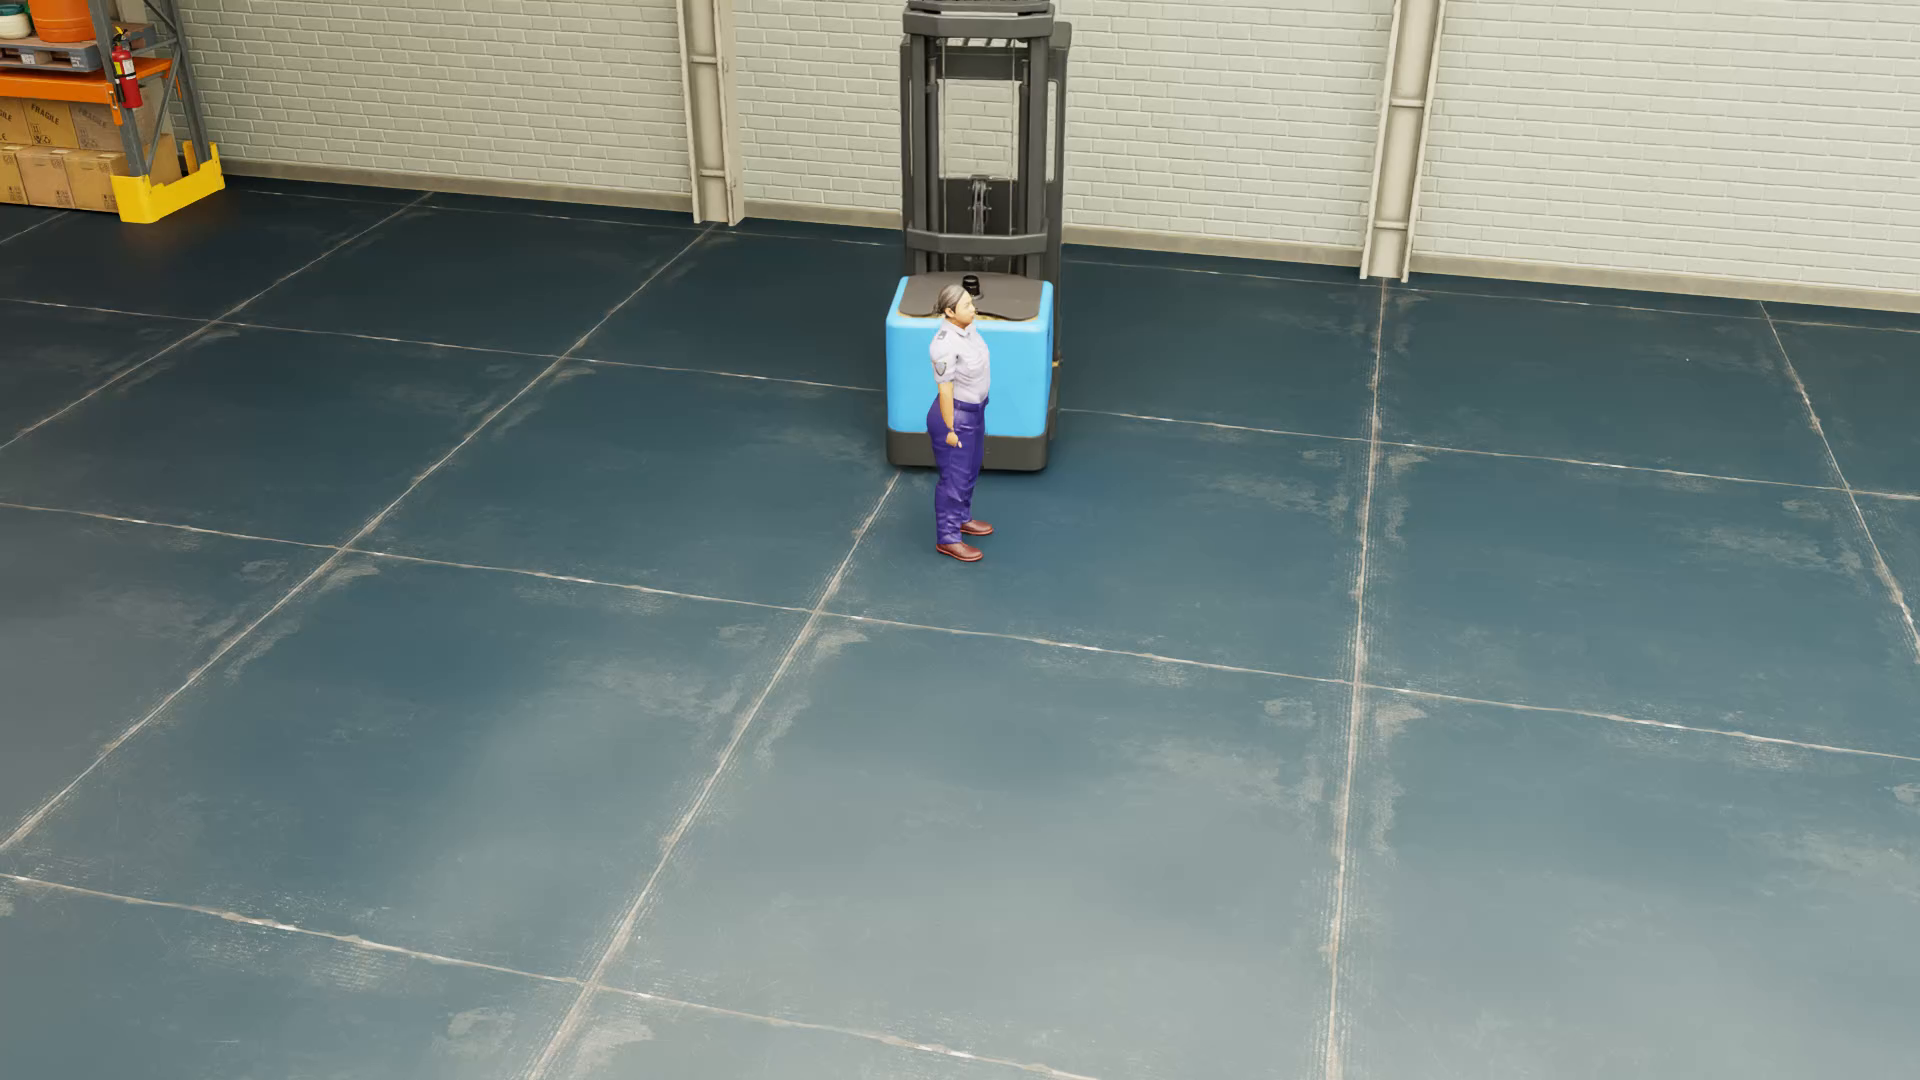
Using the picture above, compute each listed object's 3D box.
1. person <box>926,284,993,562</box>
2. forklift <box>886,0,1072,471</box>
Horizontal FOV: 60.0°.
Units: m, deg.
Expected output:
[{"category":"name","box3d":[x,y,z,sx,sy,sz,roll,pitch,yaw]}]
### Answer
[{"category":"person","box3d":[0.003,-0.702,9.733,0.361,1.638,0.476,7,30,12]},{"category":"forklift","box3d":[0.176,-2.425,11.451,1.130,2.935,3.031,3,30,5]}]
